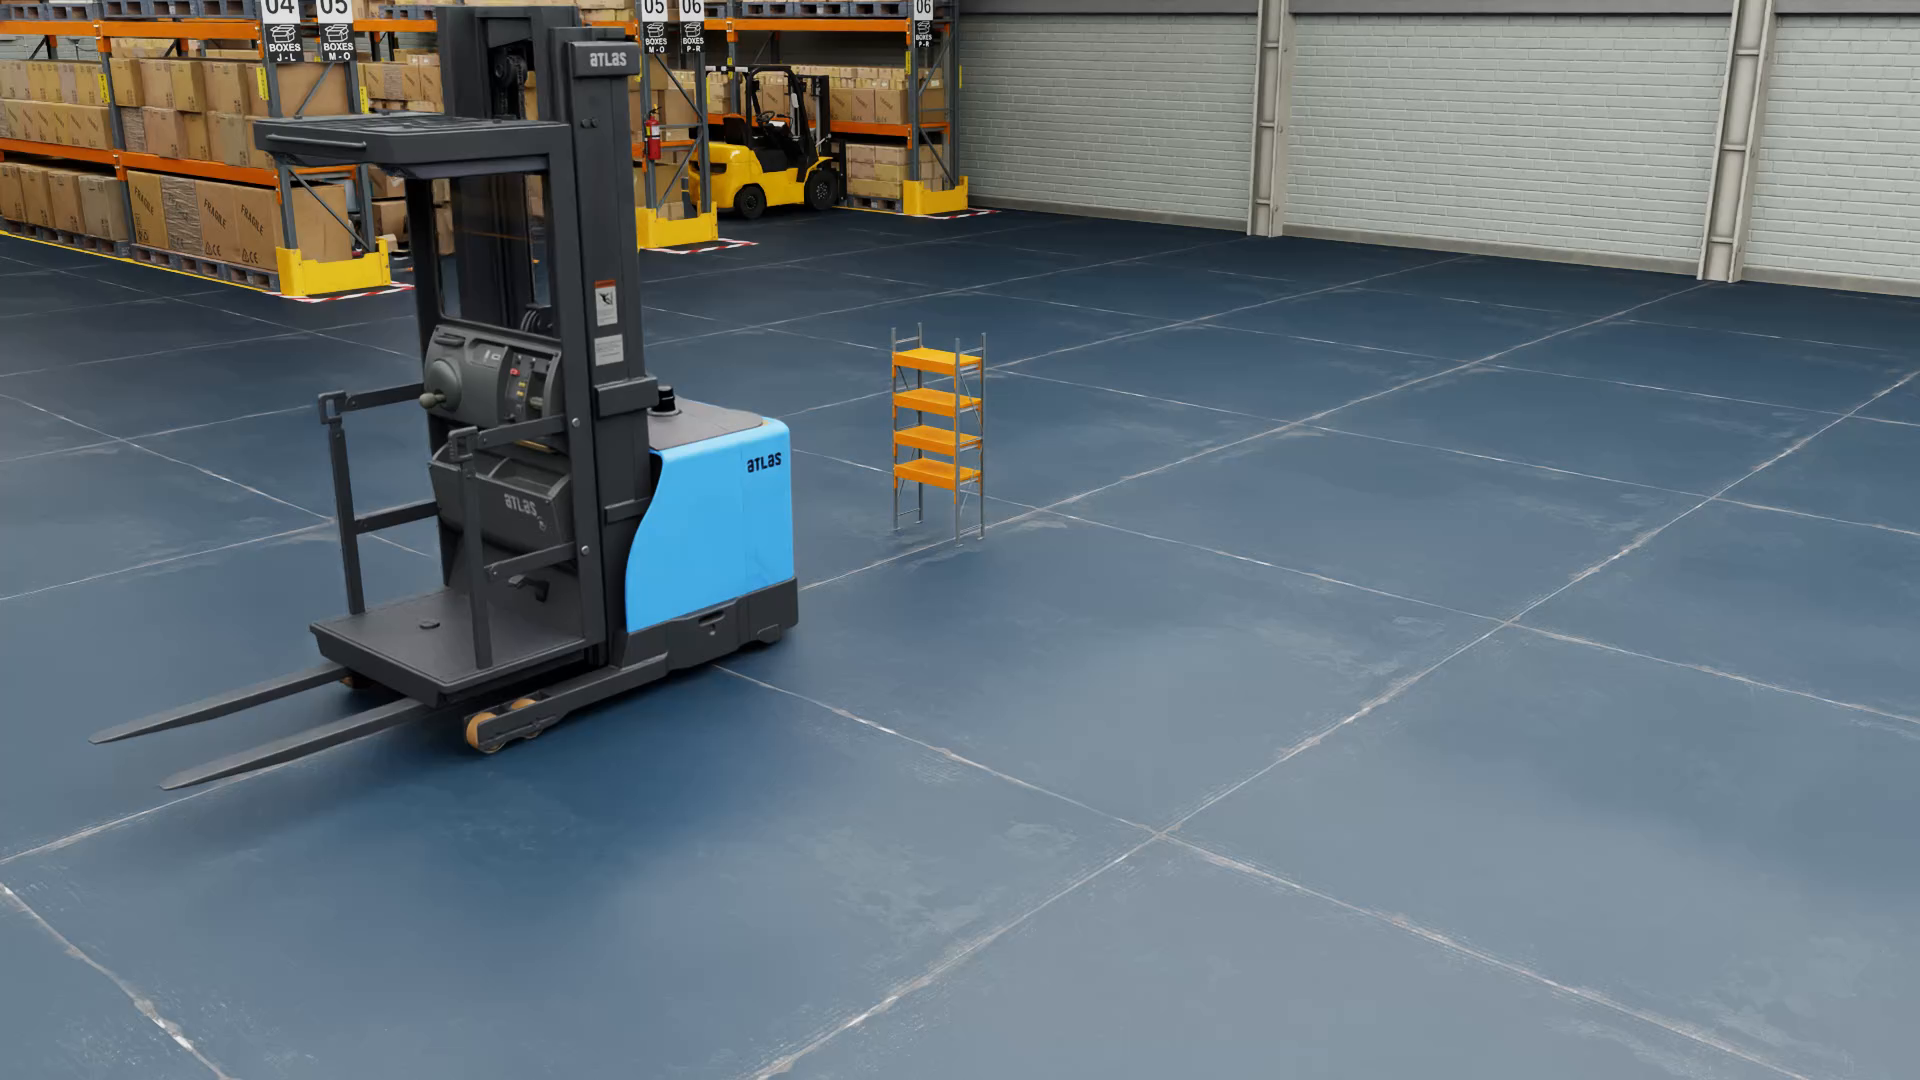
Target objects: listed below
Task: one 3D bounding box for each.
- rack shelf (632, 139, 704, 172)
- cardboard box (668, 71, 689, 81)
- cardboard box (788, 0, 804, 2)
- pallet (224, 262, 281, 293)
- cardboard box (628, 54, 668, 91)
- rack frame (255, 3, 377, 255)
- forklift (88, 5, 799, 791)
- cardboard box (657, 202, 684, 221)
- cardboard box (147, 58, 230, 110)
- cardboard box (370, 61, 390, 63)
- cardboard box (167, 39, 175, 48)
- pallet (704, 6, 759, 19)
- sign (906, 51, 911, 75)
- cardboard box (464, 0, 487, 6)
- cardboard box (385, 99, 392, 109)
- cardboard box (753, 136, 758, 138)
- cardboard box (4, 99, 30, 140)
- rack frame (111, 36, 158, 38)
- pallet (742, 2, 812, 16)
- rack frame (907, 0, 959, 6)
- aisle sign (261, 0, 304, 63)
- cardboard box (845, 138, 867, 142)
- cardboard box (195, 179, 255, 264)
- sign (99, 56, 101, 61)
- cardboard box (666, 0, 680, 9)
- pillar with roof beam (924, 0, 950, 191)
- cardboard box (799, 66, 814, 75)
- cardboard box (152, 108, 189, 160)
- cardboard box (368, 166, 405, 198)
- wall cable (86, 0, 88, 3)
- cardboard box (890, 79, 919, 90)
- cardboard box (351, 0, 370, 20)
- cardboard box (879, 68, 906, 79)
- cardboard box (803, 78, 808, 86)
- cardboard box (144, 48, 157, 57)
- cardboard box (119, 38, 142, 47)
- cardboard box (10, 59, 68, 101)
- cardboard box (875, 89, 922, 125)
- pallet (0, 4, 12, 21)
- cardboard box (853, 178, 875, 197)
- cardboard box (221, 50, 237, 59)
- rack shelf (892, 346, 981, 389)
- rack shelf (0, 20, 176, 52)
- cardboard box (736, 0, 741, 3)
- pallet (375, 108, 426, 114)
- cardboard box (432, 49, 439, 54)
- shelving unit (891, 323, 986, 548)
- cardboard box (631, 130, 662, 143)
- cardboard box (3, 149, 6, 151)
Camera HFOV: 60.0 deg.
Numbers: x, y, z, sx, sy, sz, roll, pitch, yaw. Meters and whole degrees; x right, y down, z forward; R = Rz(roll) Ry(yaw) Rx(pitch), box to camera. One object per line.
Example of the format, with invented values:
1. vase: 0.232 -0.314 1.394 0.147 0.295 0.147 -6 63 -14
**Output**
1. rack shelf: -5.175 -5.406 22.875 4.000 0.370 1.077 15 23 39
2. cardboard box: -4.758 -7.899 28.304 0.250 0.149 0.380 15 23 40
3. cardboard box: -2.471 -8.521 25.905 0.258 0.266 0.396 14 23 38
4. pallet: -7.540 -3.020 18.780 1.213 0.211 1.003 15 23 39
5. cardboard box: -4.207 -6.066 21.457 0.500 0.500 0.700 14 23 38
6. rack frame: -6.890 -4.207 17.908 0.127 3.000 1.000 15 23 39
7. forklift: -2.136 -0.691 6.944 1.130 2.935 3.031 15 23 39
8. cardboard box: -4.099 -4.461 22.561 0.500 0.250 0.500 15 23 39
9. cardboard box: -8.827 -5.290 19.290 0.550 0.550 0.875 15 23 39
10. cardboard box: -9.139 -7.314 26.349 0.500 0.500 0.500 14 22 38
11. cardboard box: -13.814 -8.798 29.485 0.250 0.149 0.380 15 23 39
12. pallet: -4.048 -8.786 27.696 1.217 0.209 0.805 14 22 37
13. sign: -0.758 -7.015 24.453 0.005 0.325 0.100 15 23 39
14. cardboard box: -6.524 -7.500 23.082 0.500 0.250 0.500 14 23 38
15. cardboard box: -8.519 -6.658 25.353 0.250 0.149 0.380 16 24 41
16. cardboard box: -3.226 -6.472 27.244 0.500 0.250 0.500 15 23 38
17. cardboard box: -12.334 -5.608 22.158 0.500 0.500 0.500 15 23 39
18. rack frame: -15.647 -8.559 31.623 0.127 3.000 1.000 15 23 39
19. pallet: -2.724 -8.496 26.611 1.213 0.211 1.003 15 23 39
20. rack frame: -0.388 -9.330 24.134 0.127 3.000 1.000 15 23 39
21. aisle sign: -7.036 -5.364 17.256 0.004 0.787 0.394 15 23 39
22. cardboard box: -1.743 -6.283 26.649 0.500 0.250 0.500 14 23 38
23. cardboard box: -8.100 -3.691 19.103 0.875 0.875 0.875 15 23 38
24. sign: -16.020 -8.885 31.089 0.005 0.325 0.100 15 23 39
25. cardboard box: -3.879 -7.008 21.533 0.500 0.250 0.500 15 23 38
26. pillar with roof beam: -3.168 -8.700 22.148 0.400 9.000 9.100 15 23 39
27. cardboard box: -2.322 -7.401 26.242 0.250 0.149 0.380 15 23 39
28. cardboard box: -8.845 -4.770 19.434 0.550 0.550 0.875 15 23 39
29. cardboard box: -7.830 -4.911 23.007 0.500 0.500 0.500 15 23 39
30. wall cable: -19.587 -12.667 34.648 0.029 3.000 2.355 15 23 39
31. cardboard box: -0.833 -6.834 24.948 0.250 0.149 0.380 15 23 40
32. cardboard box: -8.961 -8.238 25.486 0.500 0.500 0.700 15 23 39
33. cardboard box: -1.001 -7.036 25.094 0.250 0.149 0.380 15 23 39
34. cardboard box: -2.377 -7.244 26.240 0.250 0.149 0.380 14 22 38
35. cardboard box: -14.322 -8.619 29.993 0.500 0.500 0.500 15 23 39
36. cardboard box: -15.203 -9.144 30.576 0.250 0.149 0.380 16 24 41
37. cardboard box: -12.165 -6.144 22.193 0.500 0.500 0.700 15 23 38
38. cardboard box: -0.930 -6.558 25.151 0.500 0.500 0.500 14 23 38
39. pallet: -12.356 -7.035 22.175 1.003 0.211 1.213 16 24 42
40. cardboard box: -1.314 -5.485 25.787 0.500 0.250 0.500 15 23 39
41. cardboard box: -12.118 -8.031 28.141 0.500 0.500 0.500 15 23 39
42. rack shelf: -0.124 -0.980 9.416 0.480 0.148 0.258 15 23 39
43. rack shelf: -11.377 -6.498 21.359 4.000 0.370 1.077 15 23 39
44. cardboard box: -3.884 -9.046 27.755 0.250 0.149 0.380 15 23 39
45. pallet: -8.155 -6.473 25.368 1.213 0.211 1.003 15 23 39
46. cardboard box: -10.300 -9.667 33.630 0.500 0.500 0.500 14 23 38
47. shelving unit: -0.124 -0.605 9.535 0.503 1.200 0.258 15 23 39
48. cardboard box: -4.101 -5.254 21.623 0.250 0.149 0.380 16 24 41
49. cardboard box: -14.360 -5.681 24.751 0.500 0.250 0.500 14 22 37
